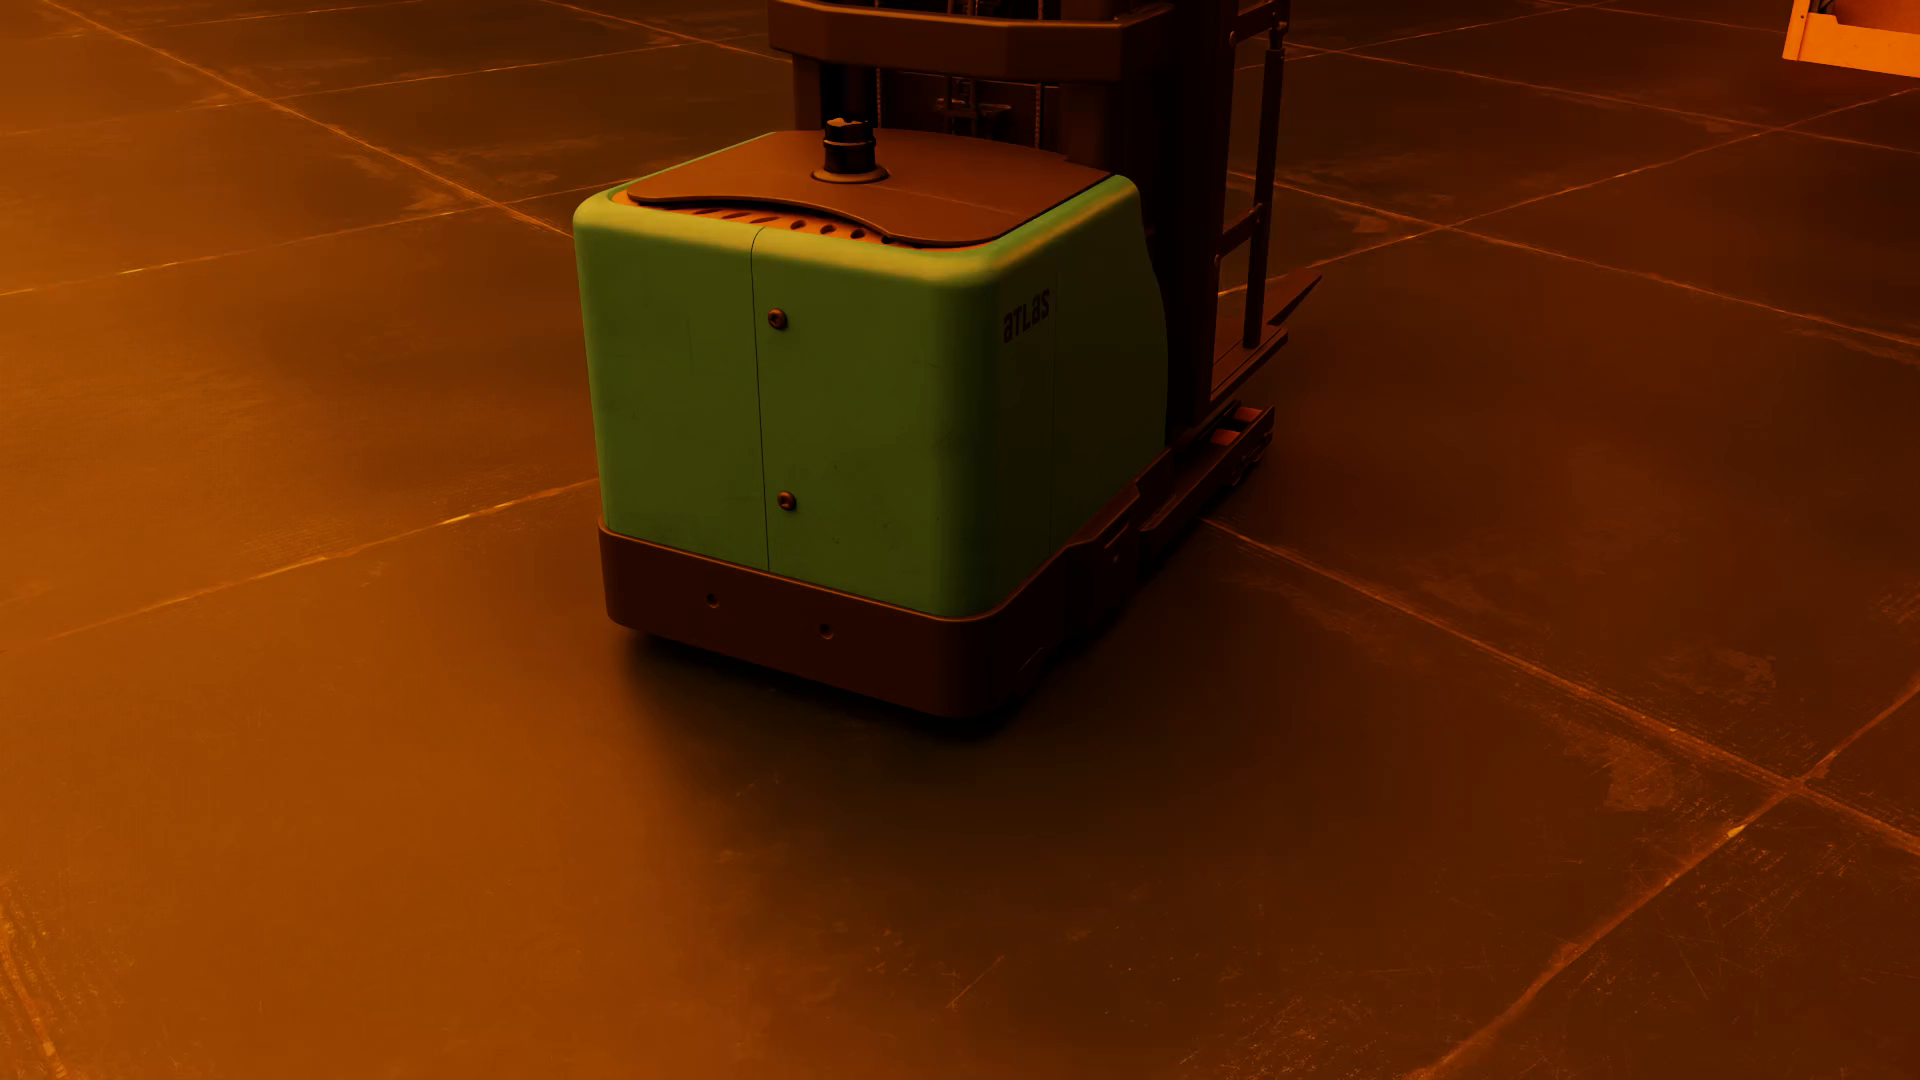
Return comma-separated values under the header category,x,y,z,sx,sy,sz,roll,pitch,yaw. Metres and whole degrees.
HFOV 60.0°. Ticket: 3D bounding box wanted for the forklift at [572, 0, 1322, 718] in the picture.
category,x,y,z,sx,sy,sz,roll,pitch,yaw
forklift,0.285,-1.552,4.331,1.130,2.935,3.031,13,29,25
